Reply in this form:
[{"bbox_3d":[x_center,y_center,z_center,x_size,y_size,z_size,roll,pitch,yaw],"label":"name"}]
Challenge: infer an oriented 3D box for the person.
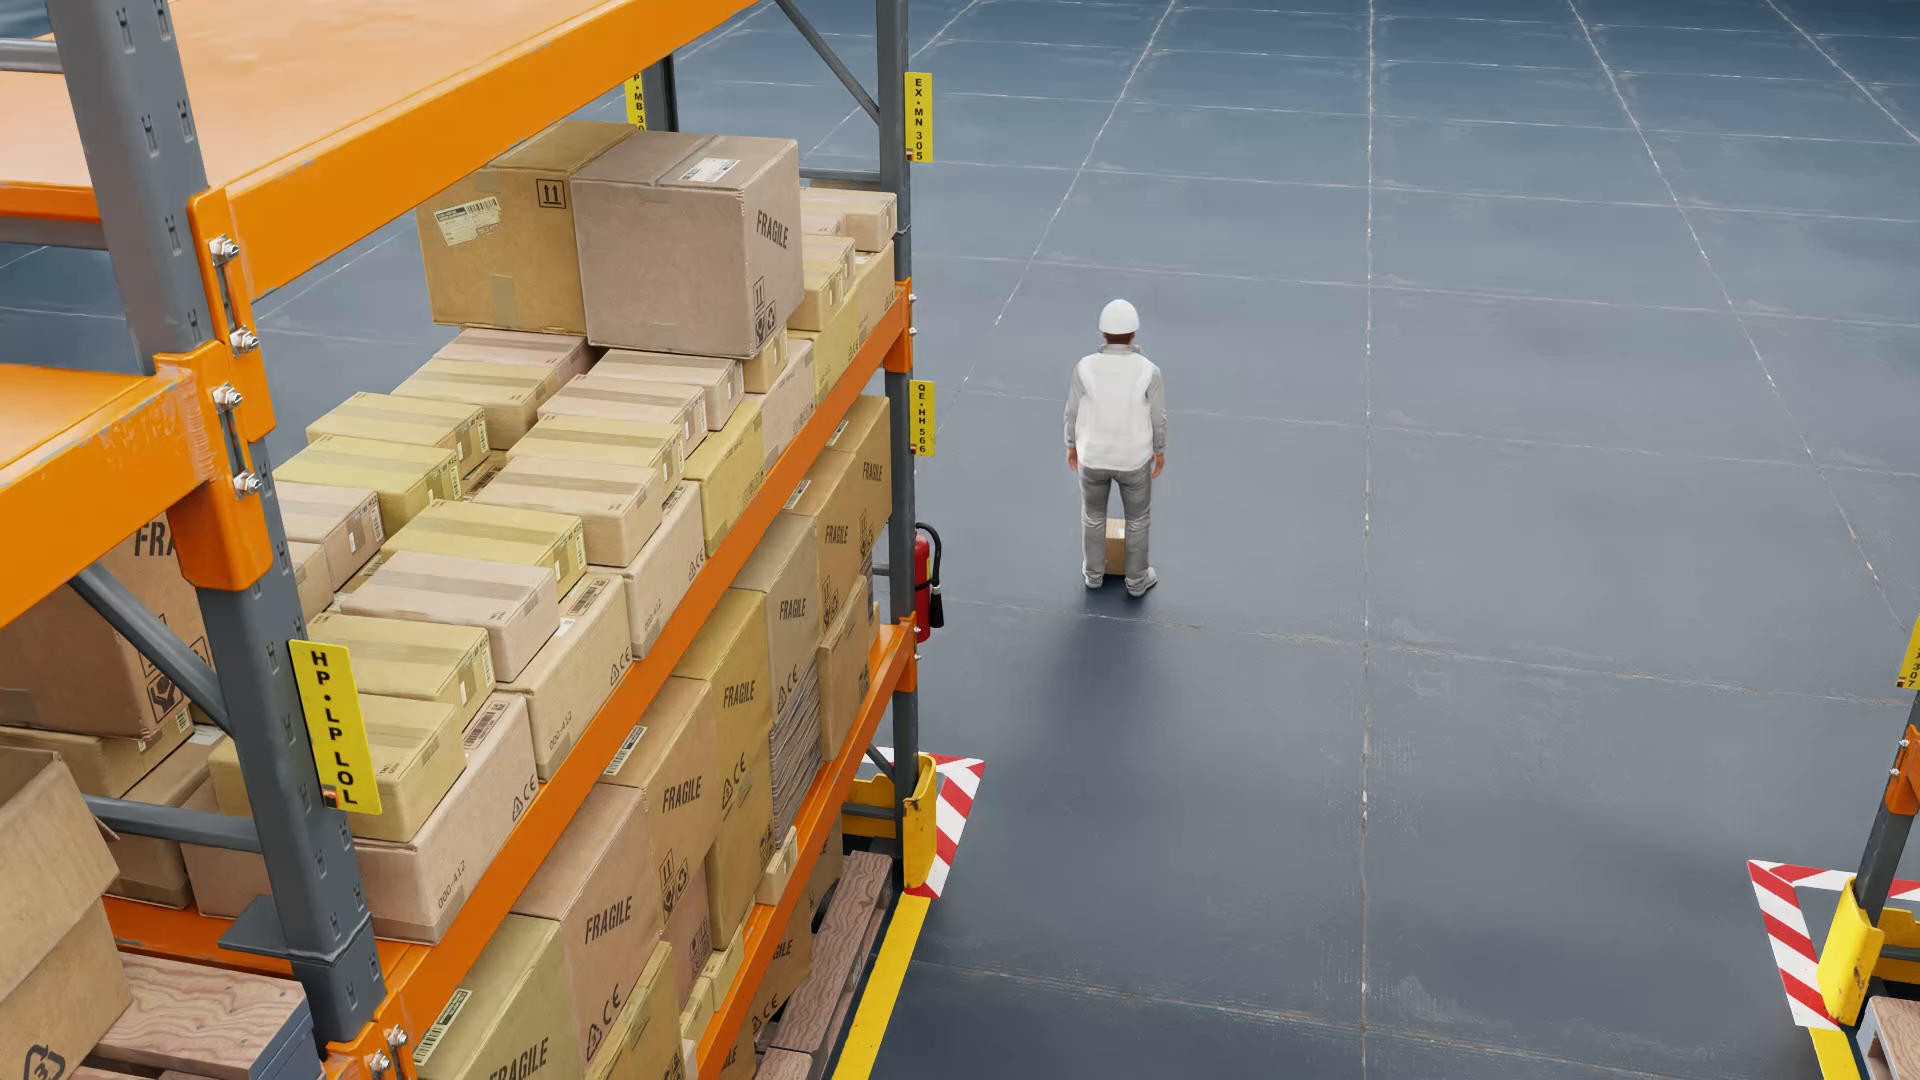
[{"bbox_3d":[0.892,-0.508,9.524,0.575,1.771,0.465,6,29,10],"label":"person"}]
